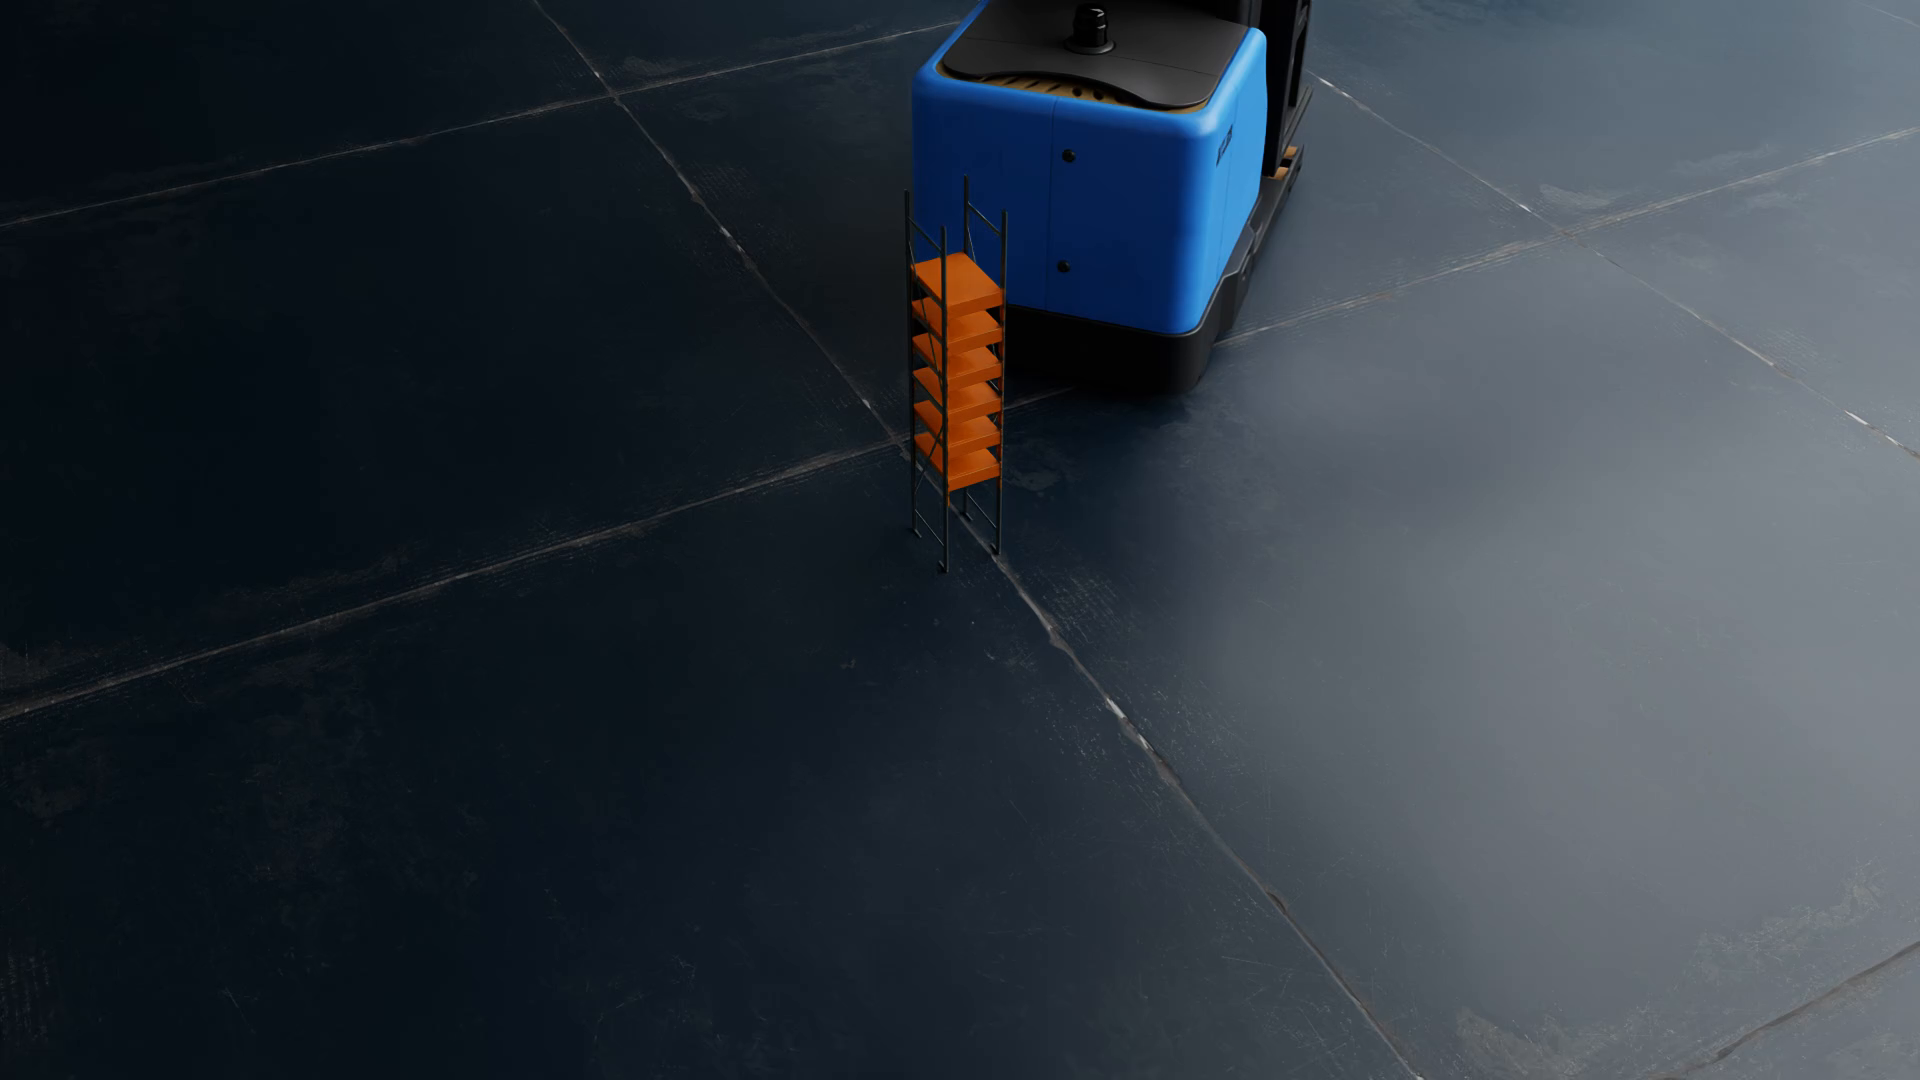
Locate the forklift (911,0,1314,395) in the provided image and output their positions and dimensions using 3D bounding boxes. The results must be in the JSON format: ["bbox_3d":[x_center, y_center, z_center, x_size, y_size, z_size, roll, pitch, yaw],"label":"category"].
[{"bbox_3d":[0.807,-2.577,6.026,1.130,2.935,3.031,13,42,15],"label":"forklift"}]

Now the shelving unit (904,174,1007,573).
[{"bbox_3d":[-0.013,-0.454,4.857,0.189,1.200,0.258,-19,44,-21],"label":"shelving unit"}]

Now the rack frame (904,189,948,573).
[{"bbox_3d":[-0.094,-0.426,4.825,0.006,1.200,0.240,-19,44,-21],"label":"rack frame"}]

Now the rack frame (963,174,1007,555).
[{"bbox_3d":[0.068,-0.481,4.890,0.006,1.200,0.240,-19,44,-21],"label":"rack frame"}]

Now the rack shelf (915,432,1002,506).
[{"bbox_3d":[-0.013,-0.237,5.041,0.180,0.103,0.258,-19,44,-21],"label":"rack shelf"}]

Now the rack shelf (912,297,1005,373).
[{"bbox_3d":[-0.013,-0.603,4.731,0.180,0.103,0.258,-19,44,-21],"label":"rack shelf"}]

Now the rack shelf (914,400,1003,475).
[{"bbox_3d":[-0.013,-0.328,4.963,0.180,0.103,0.258,-19,44,-21],"label":"rack shelf"}]

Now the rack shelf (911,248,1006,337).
[{"bbox_3d":[-0.013,-0.695,4.653,0.180,0.103,0.258,-19,44,-21],"label":"rack shelf"}]

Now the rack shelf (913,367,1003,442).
[{"bbox_3d":[-0.013,-0.420,4.886,0.180,0.103,0.258,-19,44,-21],"label":"rack shelf"}]

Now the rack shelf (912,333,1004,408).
[{"bbox_3d":[-0.013,-0.511,4.808,0.180,0.103,0.258,-19,44,-21],"label":"rack shelf"}]
